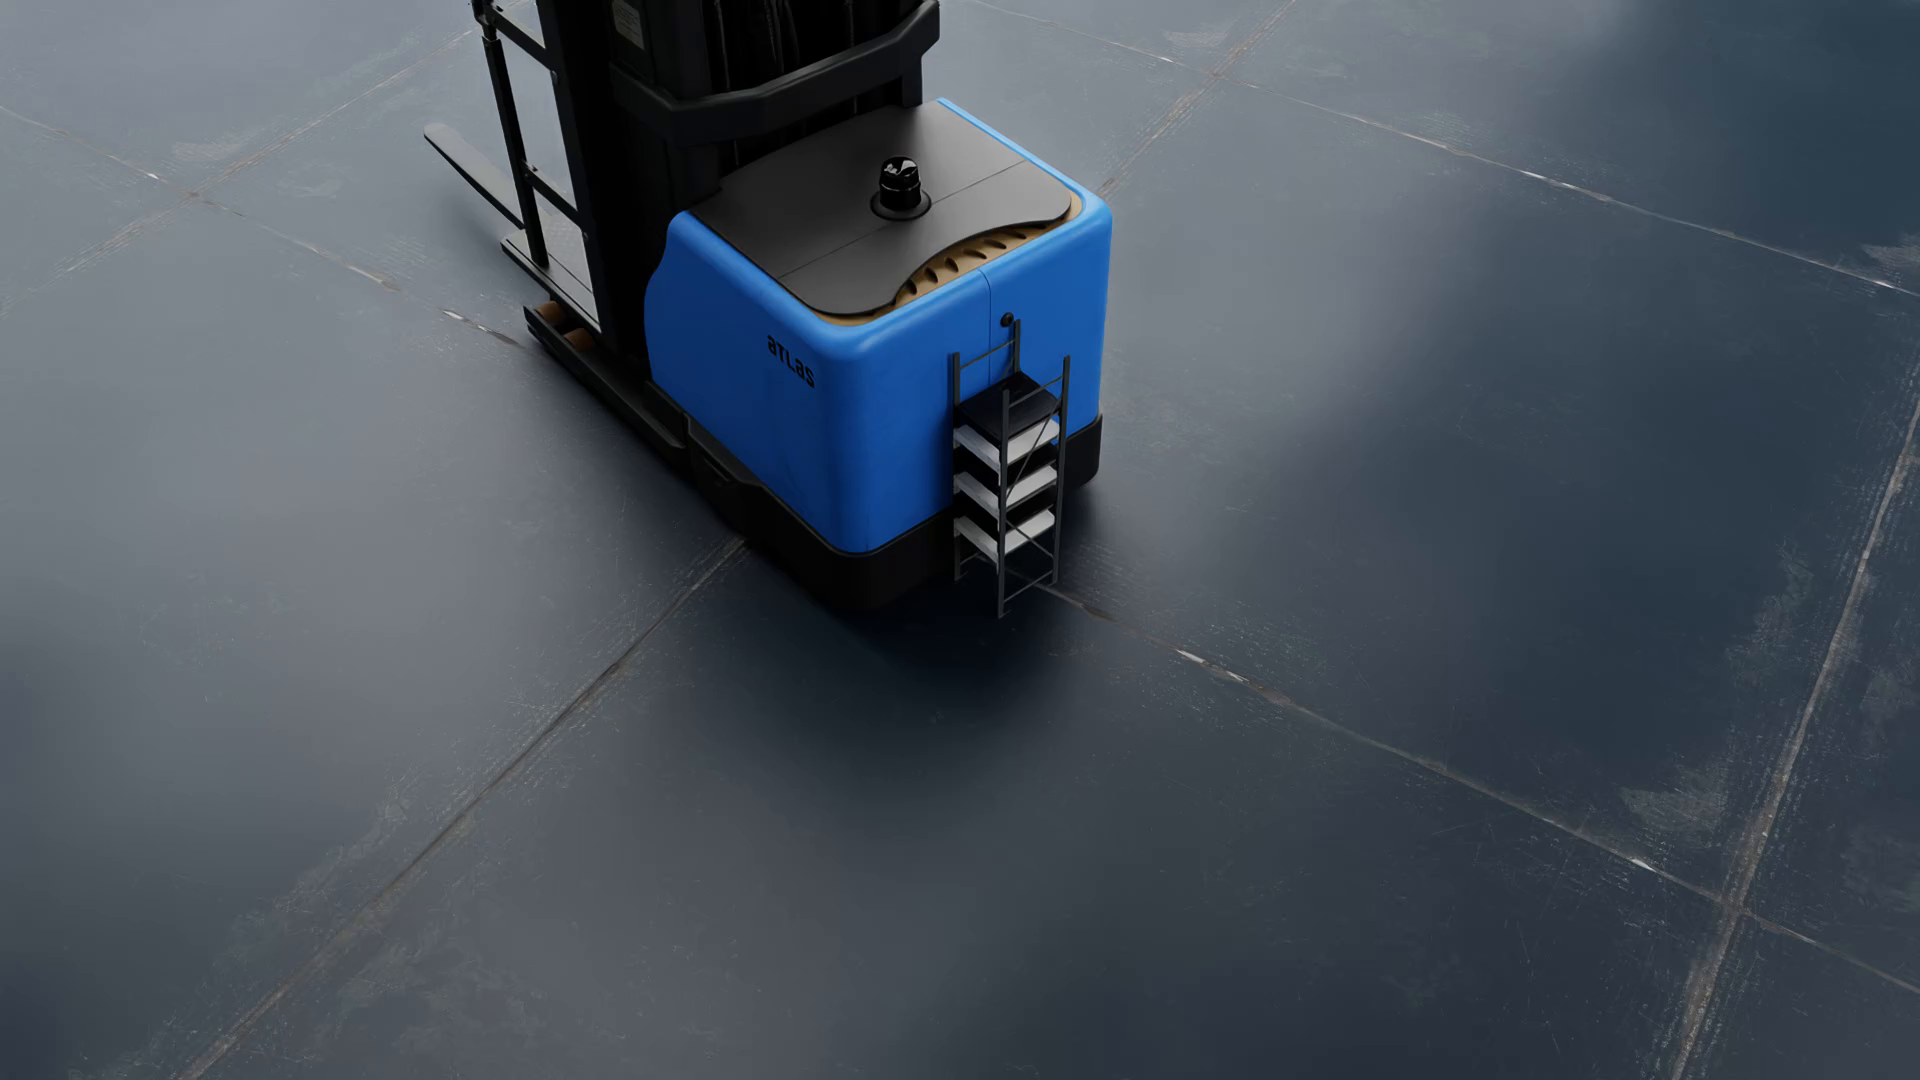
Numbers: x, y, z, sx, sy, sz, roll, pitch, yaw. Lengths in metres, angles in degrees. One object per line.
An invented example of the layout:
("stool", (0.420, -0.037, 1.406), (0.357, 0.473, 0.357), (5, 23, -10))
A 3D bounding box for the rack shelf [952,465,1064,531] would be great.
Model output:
("rack shelf", (0.140, -0.163, 4.831), (0.258, 0.077, 0.200), (-31, 53, -27))

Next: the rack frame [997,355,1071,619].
("rack frame", (0.205, -0.130, 4.752), (0.240, 0.900, 0.006), (-31, 53, -27))

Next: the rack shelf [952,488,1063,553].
("rack shelf", (0.140, -0.100, 4.895), (0.258, 0.077, 0.200), (-31, 53, -27))

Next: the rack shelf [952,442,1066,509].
("rack shelf", (0.140, -0.226, 4.766), (0.258, 0.077, 0.200), (-31, 53, -27))

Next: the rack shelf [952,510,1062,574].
("rack shelf", (0.140, -0.037, 4.960), (0.258, 0.077, 0.200), (-31, 53, -27))

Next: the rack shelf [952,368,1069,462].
("rack shelf", (0.140, -0.351, 4.637), (0.258, 0.077, 0.200), (-31, 53, -27))

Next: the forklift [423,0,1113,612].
("forklift", (-0.880, -1.800, 4.959), (1.130, 2.935, 3.031), (-31, 53, -27))

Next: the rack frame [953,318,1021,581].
("rack frame", (0.075, -0.242, 4.861), (0.240, 0.900, 0.006), (-31, 53, -27))

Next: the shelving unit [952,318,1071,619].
("shelving unit", (0.140, -0.186, 4.807), (0.258, 0.900, 0.210), (-31, 53, -27))

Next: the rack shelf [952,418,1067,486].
("rack shelf", (0.140, -0.288, 4.701), (0.258, 0.077, 0.200), (-31, 53, -27))
